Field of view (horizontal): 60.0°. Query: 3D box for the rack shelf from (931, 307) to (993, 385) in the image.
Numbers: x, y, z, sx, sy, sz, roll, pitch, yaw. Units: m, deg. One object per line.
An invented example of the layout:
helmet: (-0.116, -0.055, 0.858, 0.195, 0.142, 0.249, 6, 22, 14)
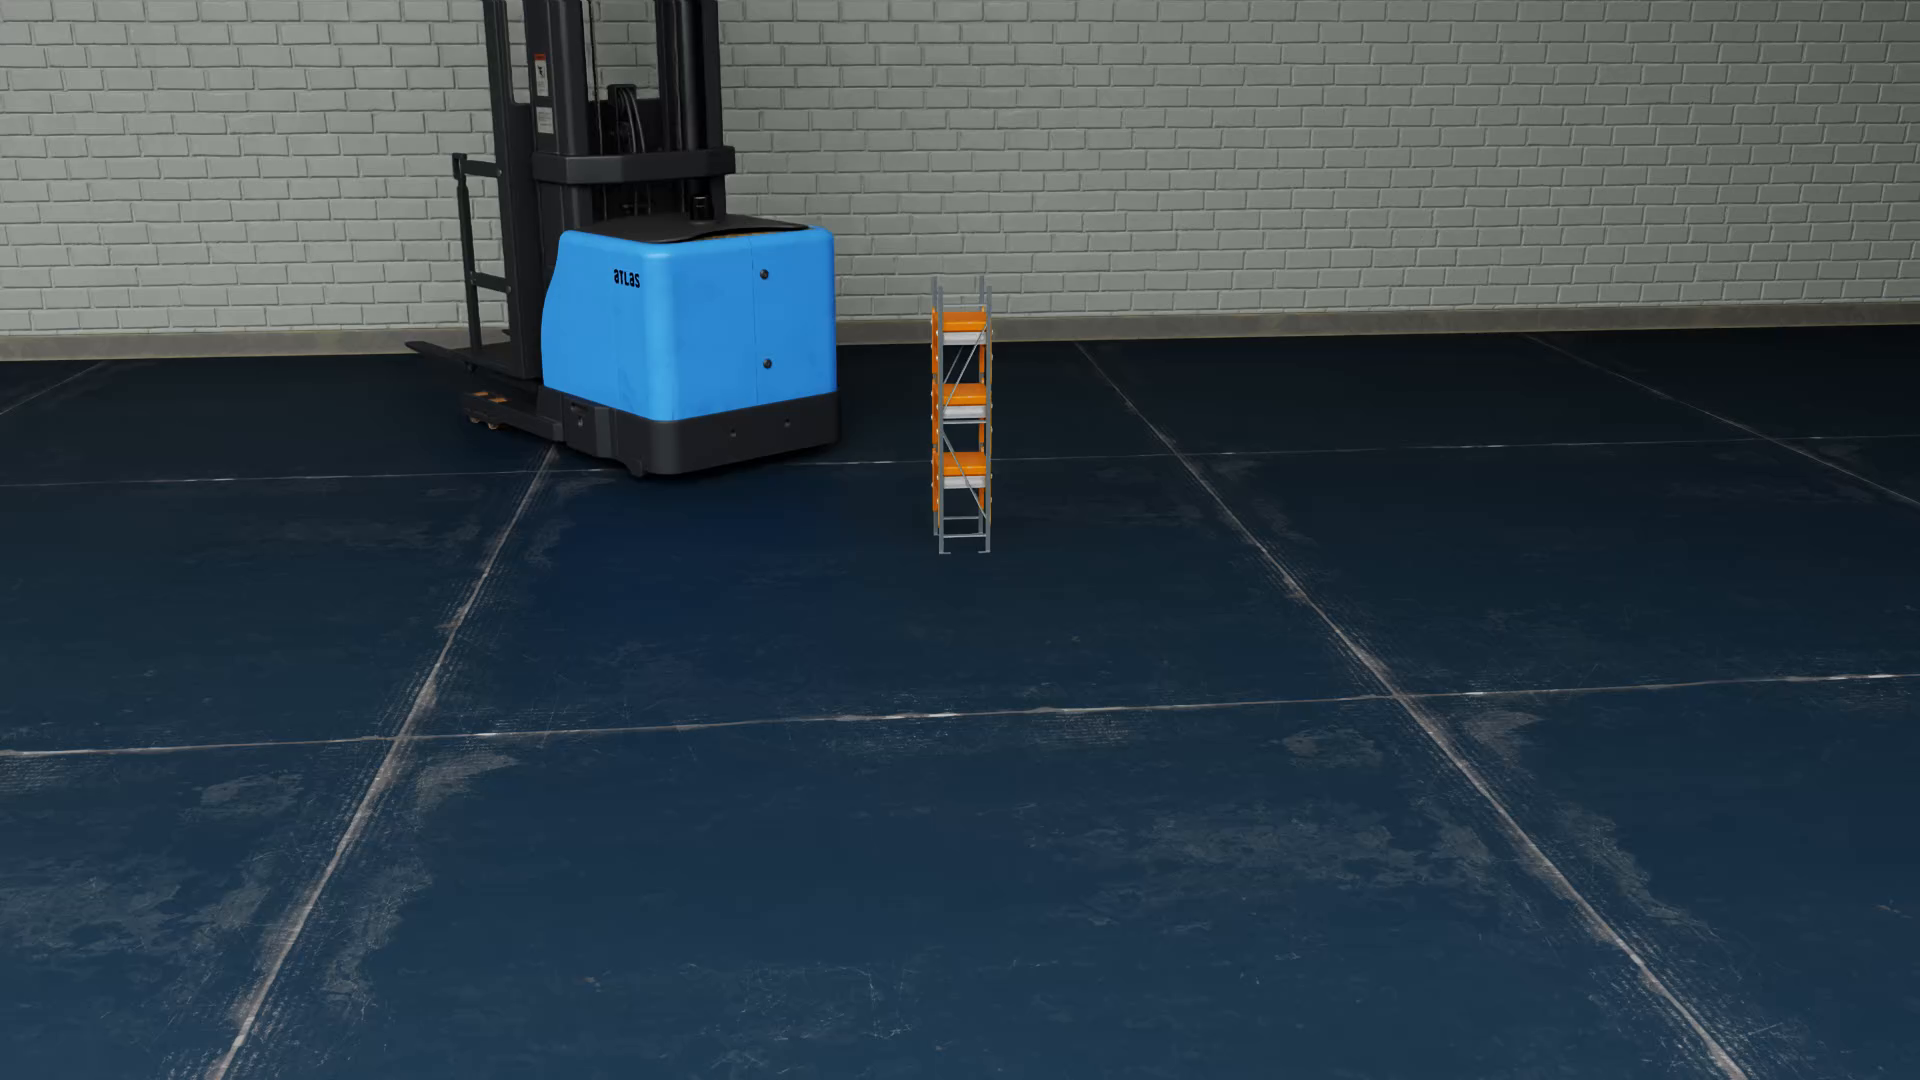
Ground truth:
rack shelf: (0.005, -0.746, 6.387, 0.215, 0.259, 0.240, -2, 18, -6)

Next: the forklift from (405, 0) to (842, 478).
forklift: (-1.926, -2.047, 8.303, 1.130, 2.935, 3.031, -15, 23, -40)

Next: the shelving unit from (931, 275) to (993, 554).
shelving unit: (0.006, -0.485, 6.469, 0.215, 1.050, 0.252, -2, 18, -6)

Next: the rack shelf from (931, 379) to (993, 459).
rack shelf: (0.006, -0.475, 6.472, 0.215, 0.259, 0.240, -2, 18, -6)

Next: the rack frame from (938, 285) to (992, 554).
rack frame: (0.018, -0.449, 6.353, 0.200, 1.050, 0.008, -2, 18, -6)

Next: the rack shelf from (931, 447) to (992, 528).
rack shelf: (0.006, -0.210, 6.555, 0.215, 0.259, 0.240, -2, 18, -6)

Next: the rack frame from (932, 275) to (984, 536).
rack frame: (-0.007, -0.521, 6.585, 0.200, 1.050, 0.008, -2, 18, -6)
